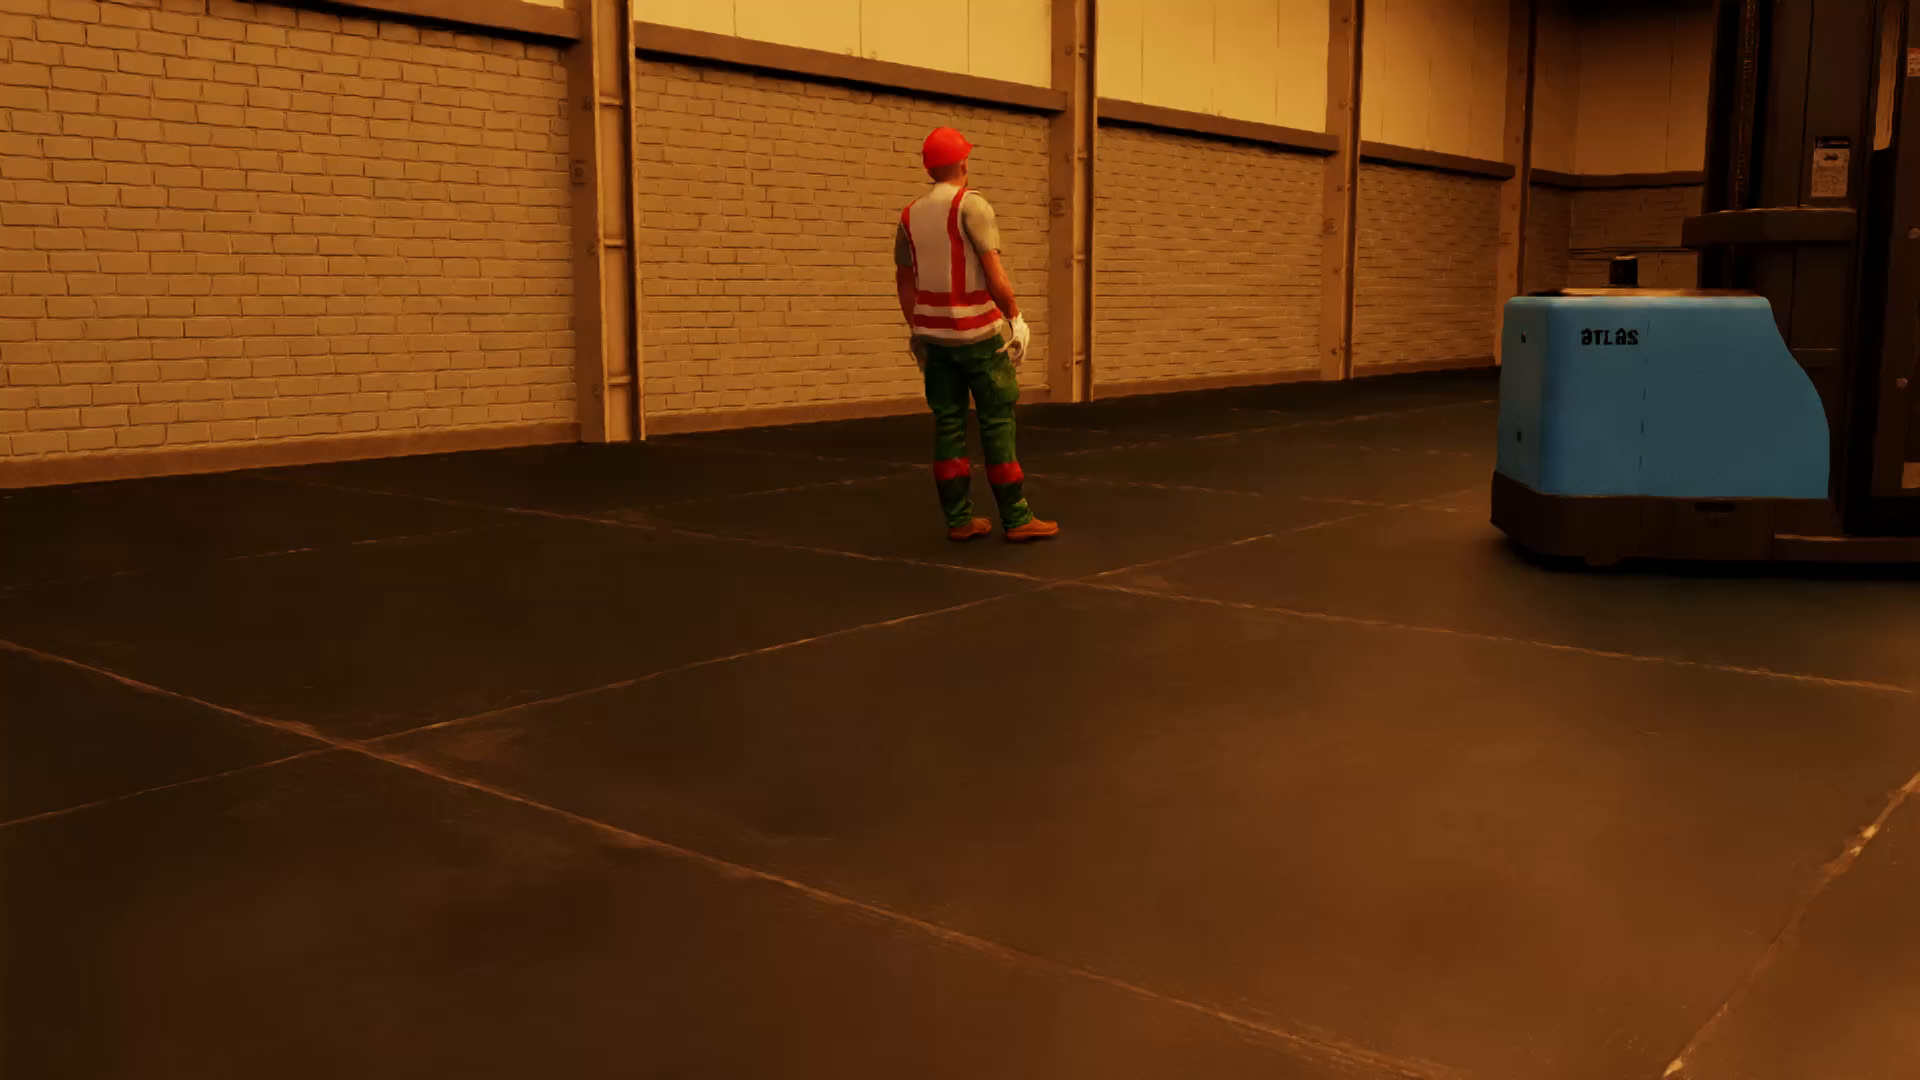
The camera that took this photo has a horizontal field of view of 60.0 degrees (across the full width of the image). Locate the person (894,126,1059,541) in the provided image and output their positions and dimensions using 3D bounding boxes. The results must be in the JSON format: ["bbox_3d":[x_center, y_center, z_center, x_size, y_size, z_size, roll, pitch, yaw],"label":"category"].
[{"bbox_3d":[0.059,-0.900,7.329,0.637,1.787,0.563,7,11,38],"label":"person"}]

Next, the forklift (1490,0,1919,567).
[{"bbox_3d":[3.822,-1.367,6.626,3.031,2.935,1.130,1,8,7],"label":"forklift"}]
